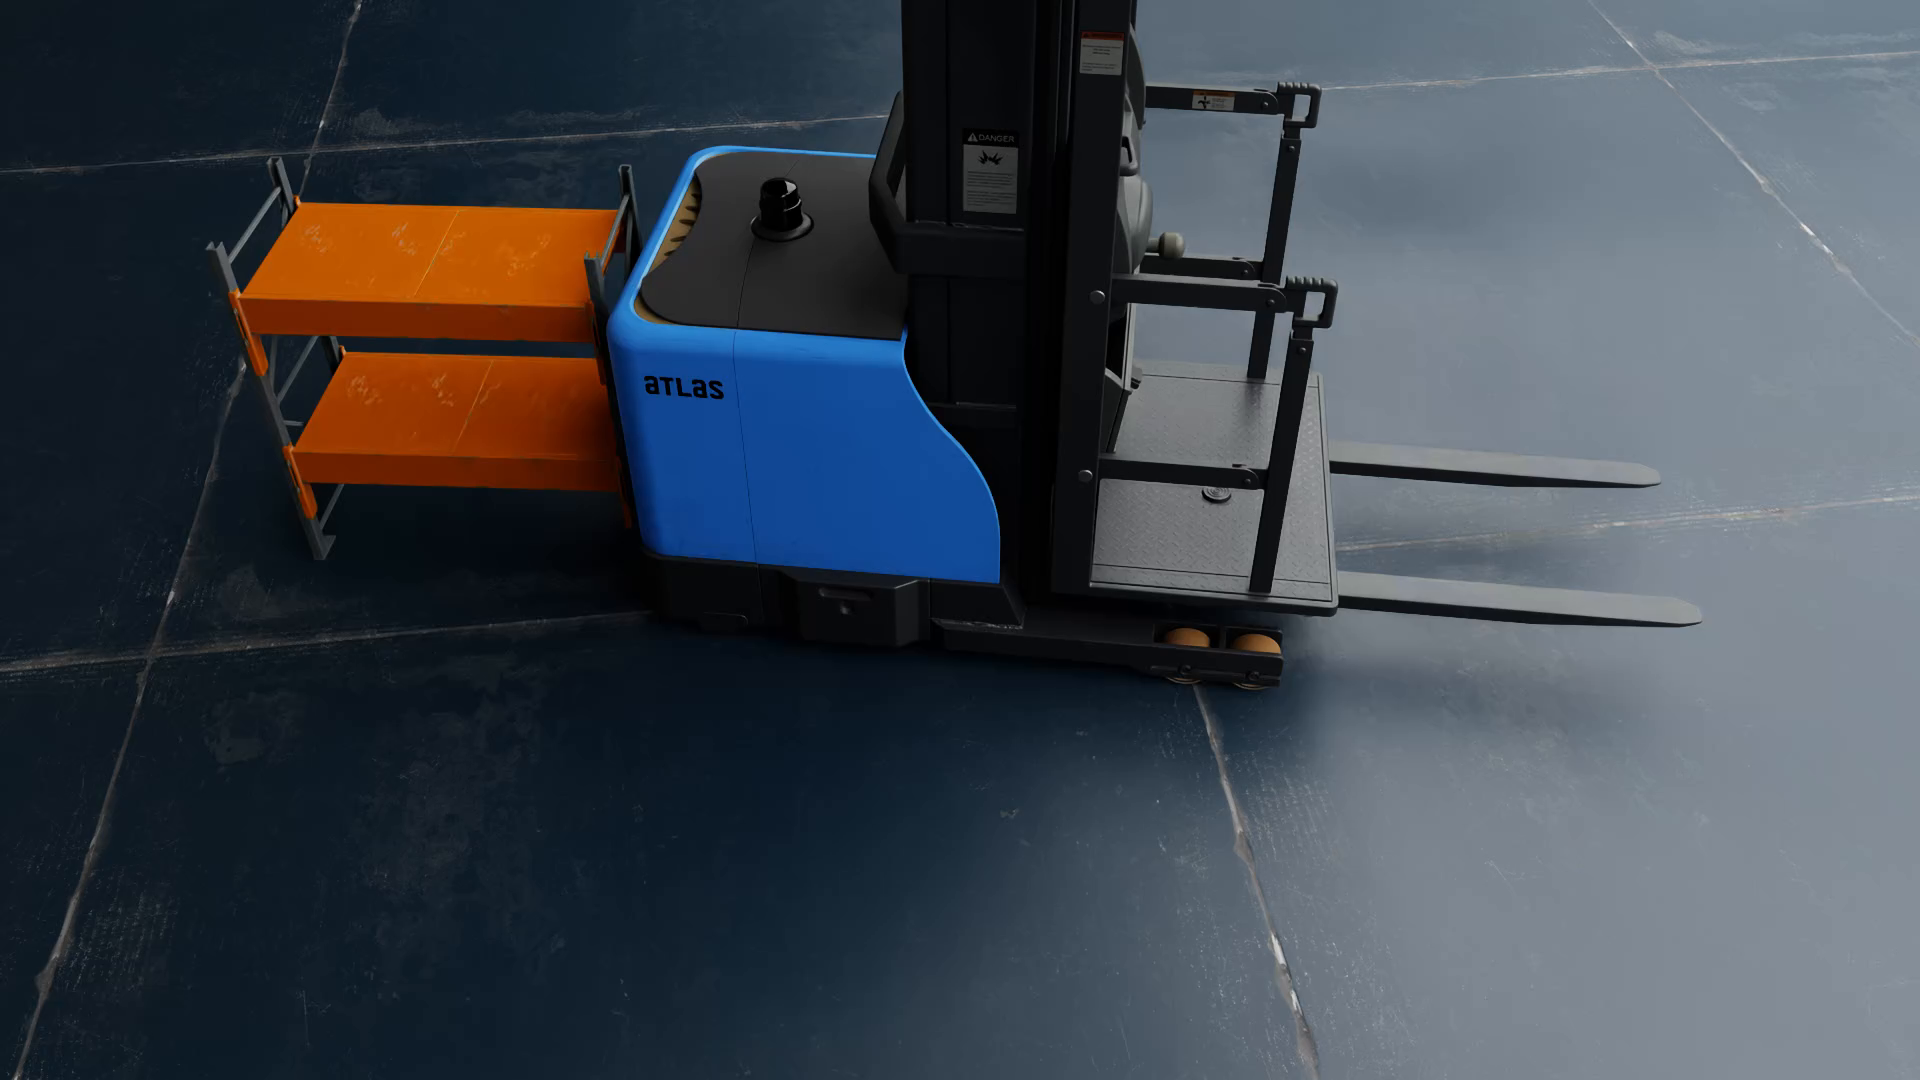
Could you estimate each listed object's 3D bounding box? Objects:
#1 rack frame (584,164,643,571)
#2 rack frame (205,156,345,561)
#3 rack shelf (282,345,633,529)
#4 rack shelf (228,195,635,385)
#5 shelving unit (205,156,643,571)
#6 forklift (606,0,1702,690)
[{"bbox_3d":[-0.968,-0.490,4.954,0.032,1.125,0.500,2,42,2],"label":"rack frame"},{"bbox_3d":[-1.984,-0.521,4.988,0.032,1.125,0.500,2,42,2],"label":"rack frame"},{"bbox_3d":[-1.476,-0.324,5.135,1.000,0.278,0.538,2,42,2],"label":"rack shelf"},{"bbox_3d":[-1.476,-0.723,4.775,1.000,0.278,0.538,2,42,2],"label":"rack shelf"},{"bbox_3d":[-1.476,-0.506,4.971,1.048,1.125,0.538,2,42,2],"label":"shelving unit"},{"bbox_3d":[0.621,-1.037,4.212,3.031,2.935,1.130,5,42,5],"label":"forklift"}]
